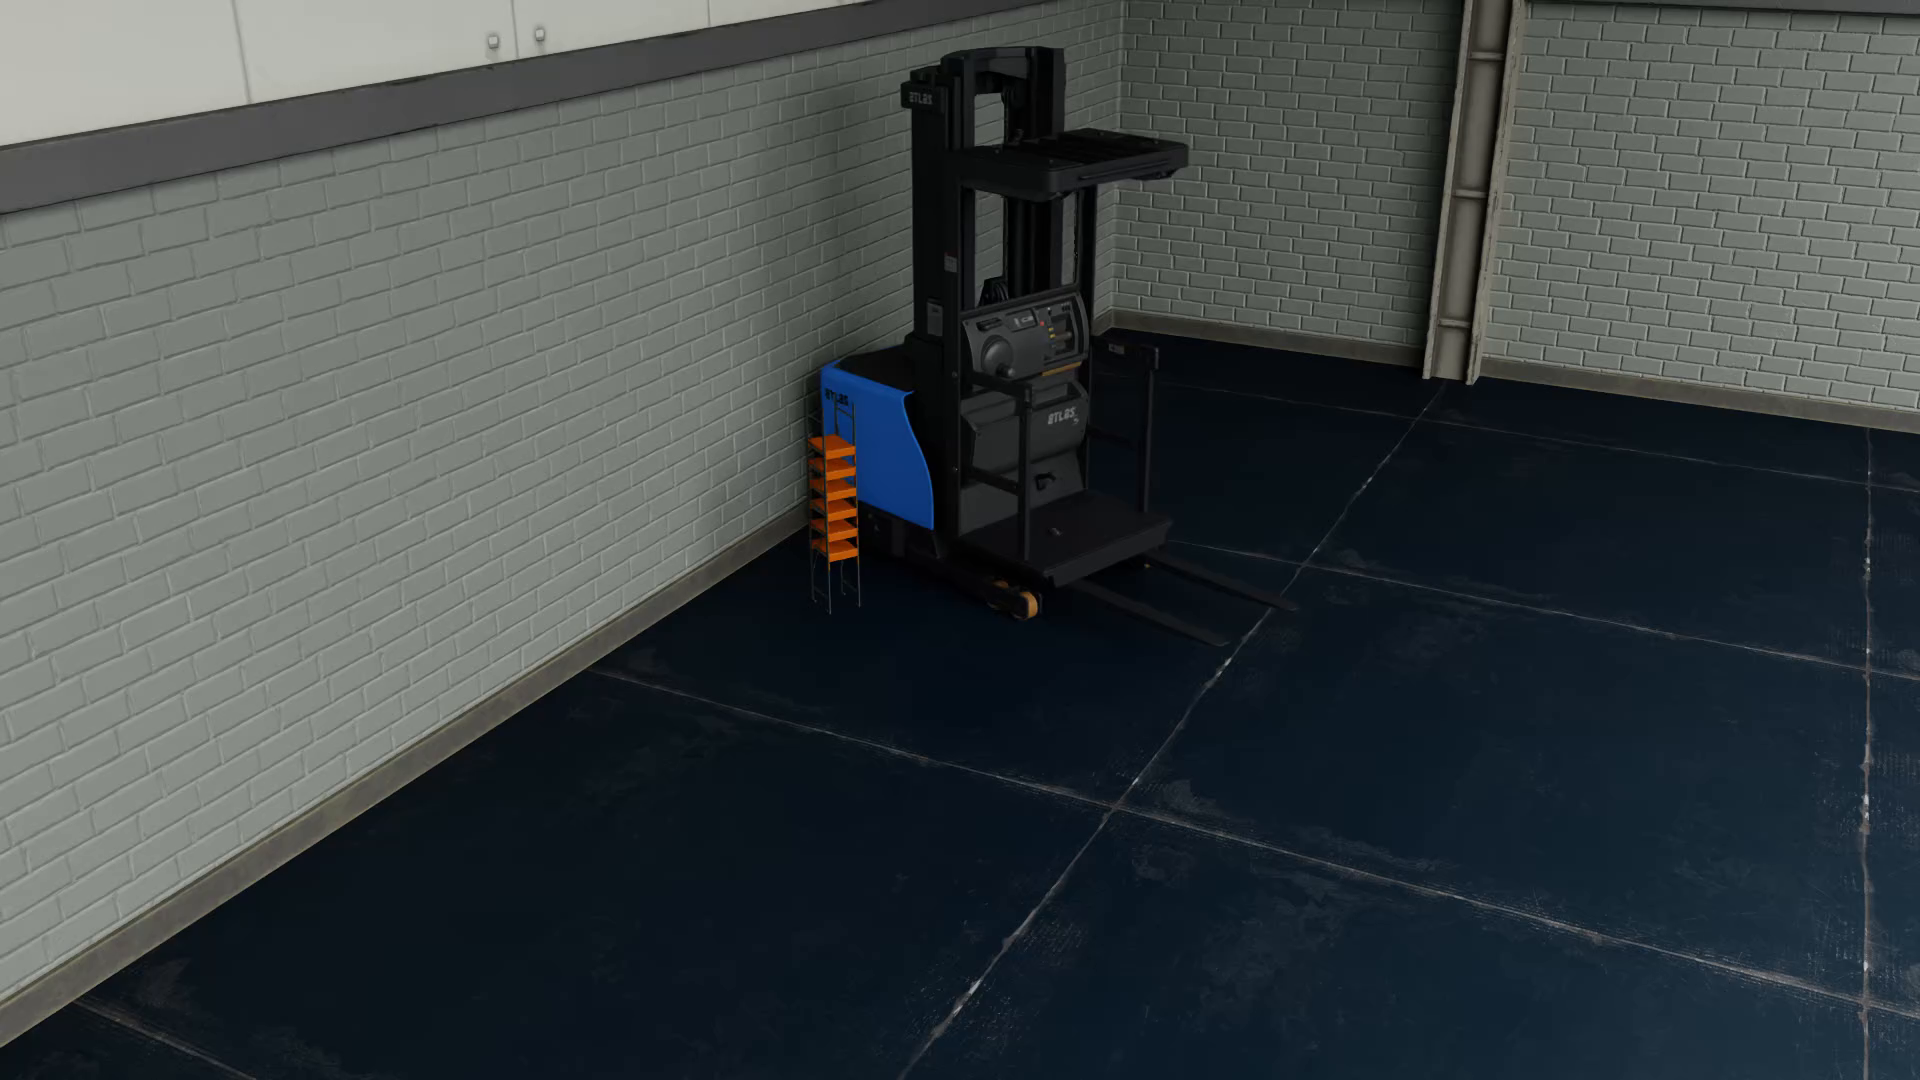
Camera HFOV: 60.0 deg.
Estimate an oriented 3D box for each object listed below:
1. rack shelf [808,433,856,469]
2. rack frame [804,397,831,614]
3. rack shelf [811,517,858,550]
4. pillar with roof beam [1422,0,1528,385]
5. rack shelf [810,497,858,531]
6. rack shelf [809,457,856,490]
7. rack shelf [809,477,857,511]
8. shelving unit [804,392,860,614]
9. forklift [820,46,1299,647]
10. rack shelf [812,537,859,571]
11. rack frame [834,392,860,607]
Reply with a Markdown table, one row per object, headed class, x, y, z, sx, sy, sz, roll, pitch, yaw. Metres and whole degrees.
| class | x | y | z | sx | sy | sz | roll | pitch | yaw |
| --- | --- | --- | --- | --- | --- | --- | --- | --- | --- |
| rack shelf | -0.704 | -0.487 | 9.057 | 0.180 | 0.103 | 0.258 | -13 | 26 | -27 |
| rack frame | -0.783 | -0.179 | 9.138 | 0.006 | 1.200 | 0.240 | -13 | 26 | -27 |
| rack shelf | -0.704 | -0.046 | 9.245 | 0.180 | 0.103 | 0.258 | -13 | 26 | -27 |
| pillar with roof beam | 1.994 | -3.950 | 8.039 | 0.400 | 9.000 | 9.100 | 11 | 25 | 25 |
| rack shelf | -0.704 | -0.156 | 9.198 | 0.180 | 0.103 | 0.258 | -13 | 26 | -27 |
| rack shelf | -0.704 | -0.377 | 9.104 | 0.180 | 0.103 | 0.258 | -13 | 26 | -27 |
| rack shelf | -0.704 | -0.267 | 9.151 | 0.180 | 0.103 | 0.258 | -13 | 26 | -27 |
| shelving unit | -0.704 | -0.197 | 9.180 | 0.189 | 1.200 | 0.258 | -13 | 26 | -27 |
| forklift | 0.521 | -1.127 | 9.154 | 1.130 | 2.935 | 3.031 | -20 | 30 | -39 |
| rack shelf | -0.704 | 0.065 | 9.292 | 0.180 | 0.103 | 0.258 | -13 | 26 | -27 |
| rack frame | -0.625 | -0.215 | 9.222 | 0.006 | 1.200 | 0.240 | -13 | 26 | -27 |
